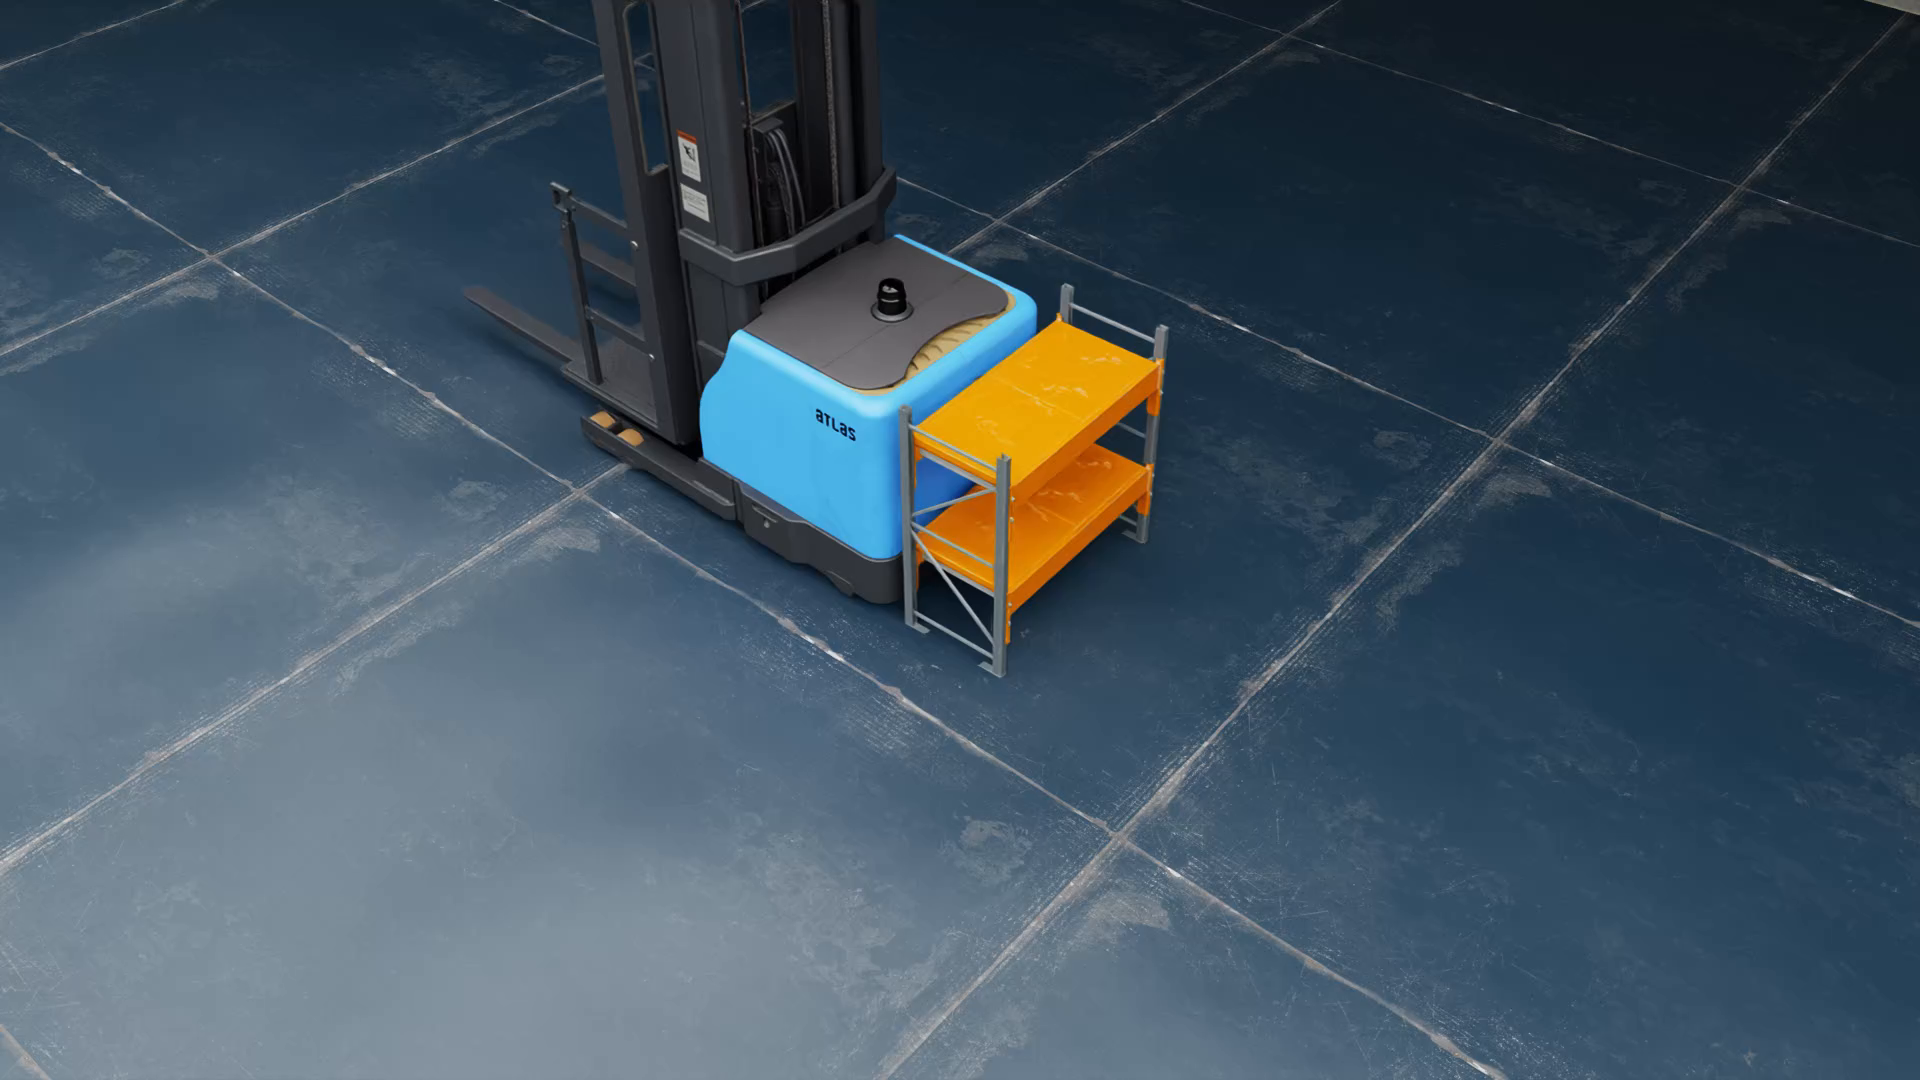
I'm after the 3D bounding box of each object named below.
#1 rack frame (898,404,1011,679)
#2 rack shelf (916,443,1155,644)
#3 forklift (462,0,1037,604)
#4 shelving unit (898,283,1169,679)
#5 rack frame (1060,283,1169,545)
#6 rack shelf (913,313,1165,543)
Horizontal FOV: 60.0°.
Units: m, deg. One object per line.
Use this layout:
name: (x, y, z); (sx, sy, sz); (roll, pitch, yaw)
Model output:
rack frame: (-0.022, 0.025, 6.386); (0.500, 1.125, 0.032); (28, 49, 27)
rack shelf: (0.295, -0.061, 6.844); (0.538, 0.278, 1.000); (28, 49, 27)
forklift: (-1.117, -1.669, 6.906); (3.031, 2.935, 1.130); (30, 50, 29)
shelving unit: (0.295, -0.242, 6.680); (0.538, 1.125, 1.048); (28, 49, 27)
rack frame: (0.612, -0.509, 6.974); (0.500, 1.125, 0.032); (28, 49, 27)
rack shelf: (0.295, -0.458, 6.483); (0.538, 0.278, 1.000); (28, 49, 27)
